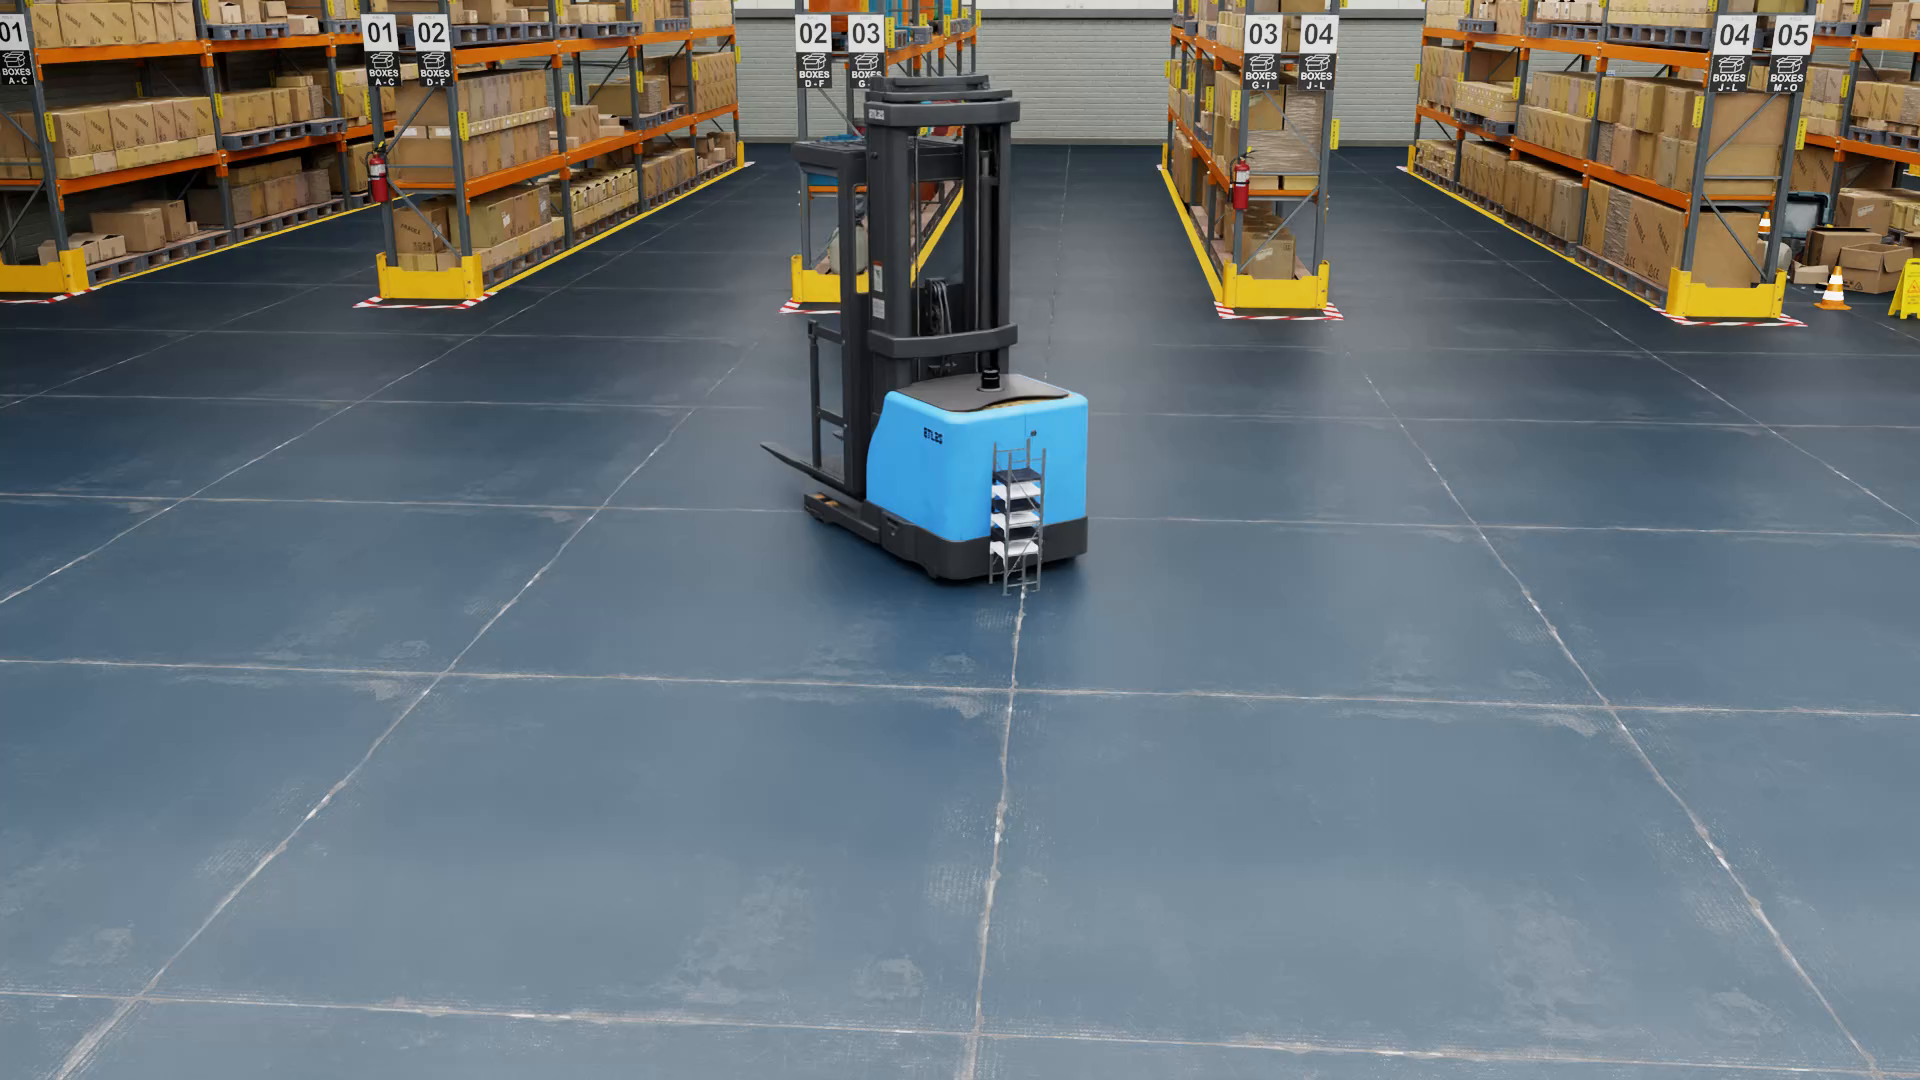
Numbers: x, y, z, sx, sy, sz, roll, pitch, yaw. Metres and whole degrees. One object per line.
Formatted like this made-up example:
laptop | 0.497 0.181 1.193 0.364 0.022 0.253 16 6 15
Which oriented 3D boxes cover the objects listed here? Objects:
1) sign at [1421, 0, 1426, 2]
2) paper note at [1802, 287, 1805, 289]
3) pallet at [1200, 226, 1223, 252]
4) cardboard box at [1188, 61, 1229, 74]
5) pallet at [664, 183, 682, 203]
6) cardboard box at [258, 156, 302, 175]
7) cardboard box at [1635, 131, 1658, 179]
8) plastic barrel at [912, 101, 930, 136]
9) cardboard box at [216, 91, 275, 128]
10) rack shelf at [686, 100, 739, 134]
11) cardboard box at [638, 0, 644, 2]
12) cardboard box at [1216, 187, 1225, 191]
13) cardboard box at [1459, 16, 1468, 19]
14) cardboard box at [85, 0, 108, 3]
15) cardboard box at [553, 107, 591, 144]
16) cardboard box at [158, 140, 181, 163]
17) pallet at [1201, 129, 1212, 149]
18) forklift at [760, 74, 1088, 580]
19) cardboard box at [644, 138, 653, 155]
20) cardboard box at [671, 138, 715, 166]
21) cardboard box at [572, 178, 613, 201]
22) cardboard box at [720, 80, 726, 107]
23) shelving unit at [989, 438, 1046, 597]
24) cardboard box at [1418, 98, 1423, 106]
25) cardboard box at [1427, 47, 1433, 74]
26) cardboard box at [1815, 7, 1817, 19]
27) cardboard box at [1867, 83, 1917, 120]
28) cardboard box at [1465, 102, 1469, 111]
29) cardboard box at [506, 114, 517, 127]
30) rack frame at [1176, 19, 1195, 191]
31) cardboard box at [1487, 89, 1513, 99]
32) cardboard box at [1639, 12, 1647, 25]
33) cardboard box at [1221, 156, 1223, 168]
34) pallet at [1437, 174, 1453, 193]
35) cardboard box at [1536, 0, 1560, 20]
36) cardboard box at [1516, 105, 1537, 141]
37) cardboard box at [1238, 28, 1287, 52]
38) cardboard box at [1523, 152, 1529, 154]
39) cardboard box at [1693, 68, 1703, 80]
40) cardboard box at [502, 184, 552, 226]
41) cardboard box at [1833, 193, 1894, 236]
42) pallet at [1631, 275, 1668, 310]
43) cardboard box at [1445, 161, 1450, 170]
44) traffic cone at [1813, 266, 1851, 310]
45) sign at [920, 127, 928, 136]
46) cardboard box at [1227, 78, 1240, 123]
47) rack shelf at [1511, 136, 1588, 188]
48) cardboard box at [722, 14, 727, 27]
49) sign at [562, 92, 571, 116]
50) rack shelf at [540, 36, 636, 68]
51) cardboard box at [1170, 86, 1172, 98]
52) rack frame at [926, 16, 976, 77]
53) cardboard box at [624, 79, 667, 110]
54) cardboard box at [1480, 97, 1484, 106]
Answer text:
sign | 9.159 -10.788 32.807 0.100 0.325 0.005 1 18 4
paper note | 10.301 -3.080 20.308 0.032 0.001 0.123 12 22 32
pallet | 3.954 -4.267 23.605 1.003 0.211 1.213 1 18 4
cardboard box | 4.436 -8.160 29.238 0.797 0.503 0.637 1 18 2
pallet | -5.512 -6.098 29.195 1.003 0.211 1.213 1 18 4
cardboard box | -10.738 -5.901 26.219 0.500 0.250 0.500 2 18 5
cardboard box | 8.715 -4.661 20.090 0.875 0.550 0.500 1 18 4
plastic barrel | -0.710 -5.812 23.038 0.600 0.901 0.708 1 18 4
cardboard box | -10.788 -6.474 24.997 0.700 0.500 0.500 4 19 11
rack shelf | -5.264 -8.336 32.702 1.077 0.370 4.000 1 18 4
cardboard box | -5.583 -9.215 27.644 0.500 0.500 0.500 1 18 4
cardboard box | 4.058 -4.883 24.315 0.700 0.500 0.500 0 18 -1
cardboard box | 9.179 -9.205 29.622 0.500 0.250 0.500 2 18 5
cardboard box | -10.827 -6.825 20.320 0.500 0.500 0.500 2 18 5
cardboard box | -5.835 -6.177 24.797 0.500 0.500 0.500 1 18 4
cardboard box | -10.718 -5.155 22.046 0.500 0.250 0.500 1 18 4
pallet | 4.086 -5.885 24.375 1.003 0.211 1.213 1 18 4
forklift | -0.408 -1.560 10.978 1.130 2.935 3.031 -11 21 -30
cardboard box | -5.756 -6.979 29.508 0.500 0.250 0.500 1 18 4
cardboard box | -5.277 -7.663 32.795 0.797 0.503 0.637 1 18 4
cardboard box | -5.593 -5.332 25.219 0.500 0.311 0.500 2 18 5
cardboard box | -4.956 -8.885 33.062 0.500 0.500 0.500 1 18 4
shelving unit | 0.338 -0.133 9.867 0.258 0.900 0.210 -8 23 -23
cardboard box | 9.350 -8.722 33.128 0.380 0.149 0.250 1 18 3
cardboard box | 9.374 -9.308 32.270 0.500 0.500 0.500 2 18 6
cardboard box | 13.908 -8.597 26.691 0.500 0.500 0.500 1 18 4
cardboard box | 13.778 -6.463 24.517 0.500 0.500 0.500 2 18 7
cardboard box | 8.872 -7.419 28.476 0.380 0.149 0.250 1 18 4
cardboard box | -5.895 -5.362 21.267 0.380 0.149 0.250 2 18 6
rack frame | 4.474 -7.835 30.016 1.000 3.000 0.127 1 18 4
cardboard box | 8.759 -7.218 26.907 0.380 0.149 0.250 2 18 6
cardboard box | 8.386 -6.260 19.961 0.380 0.149 0.250 1 18 4
cardboard box | 3.520 -4.782 21.102 0.380 0.149 0.250 1 18 4
pallet | 9.426 -6.577 30.655 1.003 0.211 1.213 1 18 4
cardboard box | 8.856 -7.860 24.585 0.500 0.311 0.500 1 18 4
cardboard box | 8.825 -6.364 25.368 0.500 0.500 0.500 1 18 5
cardboard box | 3.395 -5.617 18.672 0.500 0.250 0.500 2 18 5
cardboard box | 9.454 -6.184 27.115 0.500 0.250 0.500 1 18 3
cardboard box | 14.267 -8.915 31.546 0.500 0.500 0.500 1 18 3
cardboard box | -5.843 -4.518 22.430 0.500 0.500 0.500 1 18 4
cardboard box | 12.007 -4.331 22.122 0.500 0.500 0.500 1 18 4
pallet | 8.533 -2.890 19.405 1.003 0.211 1.213 1 18 4
cardboard box | 9.126 -6.868 30.492 0.380 0.149 0.250 0 18 1
traffic cone | 10.008 -2.893 19.009 0.336 0.463 0.334 1 18 4
sign | -0.492 -5.576 22.679 0.100 0.325 0.005 1 18 4
cardboard box | 3.475 -5.259 19.910 0.500 0.500 0.500 1 18 4
rack shelf | 8.983 -5.487 24.007 1.077 0.370 4.000 1 18 4
cardboard box | -4.941 -10.333 33.064 0.500 0.250 0.500 1 18 4
sign | -5.427 -6.009 22.928 0.100 0.325 0.005 1 18 4
rack shelf | -5.837 -7.277 24.652 1.077 0.370 4.000 1 18 4
cardboard box | 4.426 -8.842 32.854 0.500 0.250 0.500 1 18 3
rack frame | -0.180 -9.187 34.144 1.000 3.000 0.127 1 18 4
cardboard box | -5.472 -7.754 28.934 0.700 0.500 0.500 -3 18 -10
cardboard box | 8.798 -7.236 27.440 0.380 0.149 0.250 2 18 5
